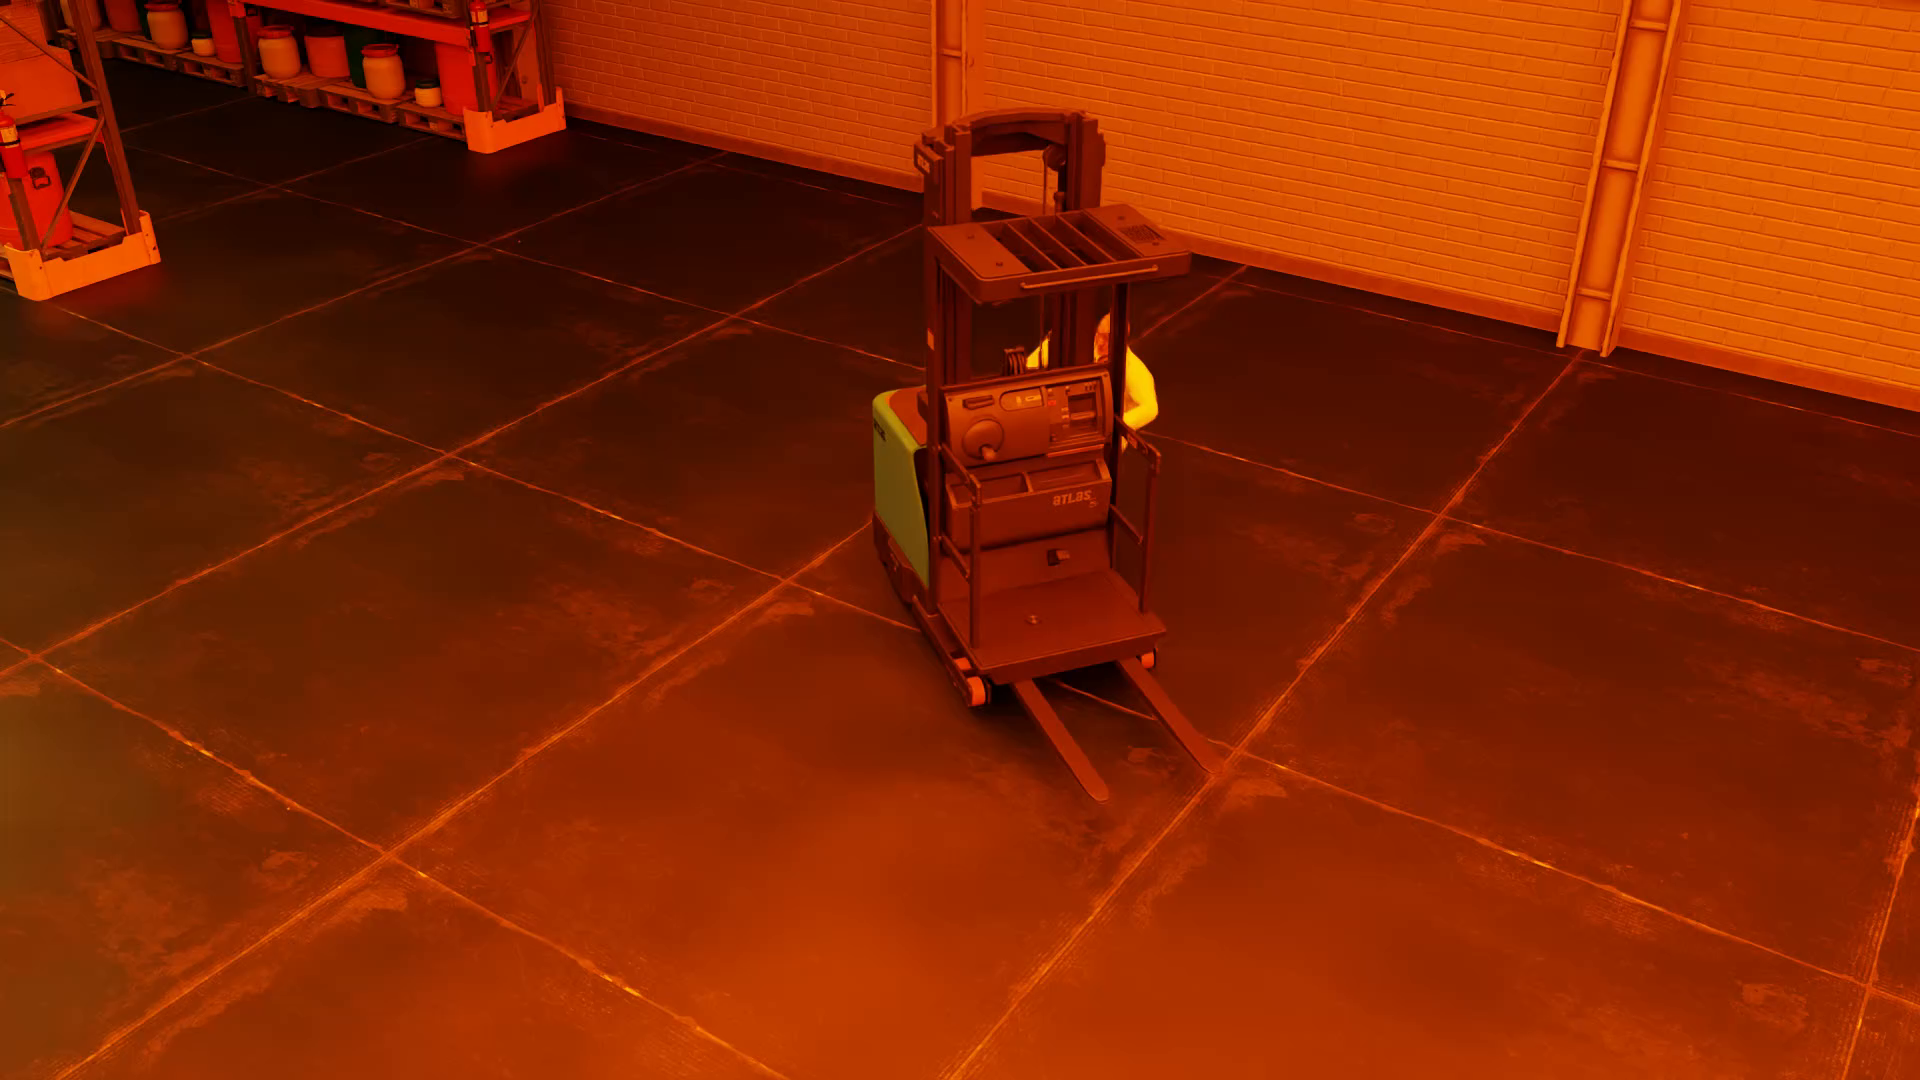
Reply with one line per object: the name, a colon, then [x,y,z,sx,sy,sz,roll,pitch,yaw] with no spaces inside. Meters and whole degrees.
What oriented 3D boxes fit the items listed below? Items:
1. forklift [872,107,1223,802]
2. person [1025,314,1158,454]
forklift: [0.448,-0.602,8.619,1.130,2.935,3.031,-10,32,-17]
person: [0.659,-0.608,10.009,1.097,1.511,0.892,26,39,37]
